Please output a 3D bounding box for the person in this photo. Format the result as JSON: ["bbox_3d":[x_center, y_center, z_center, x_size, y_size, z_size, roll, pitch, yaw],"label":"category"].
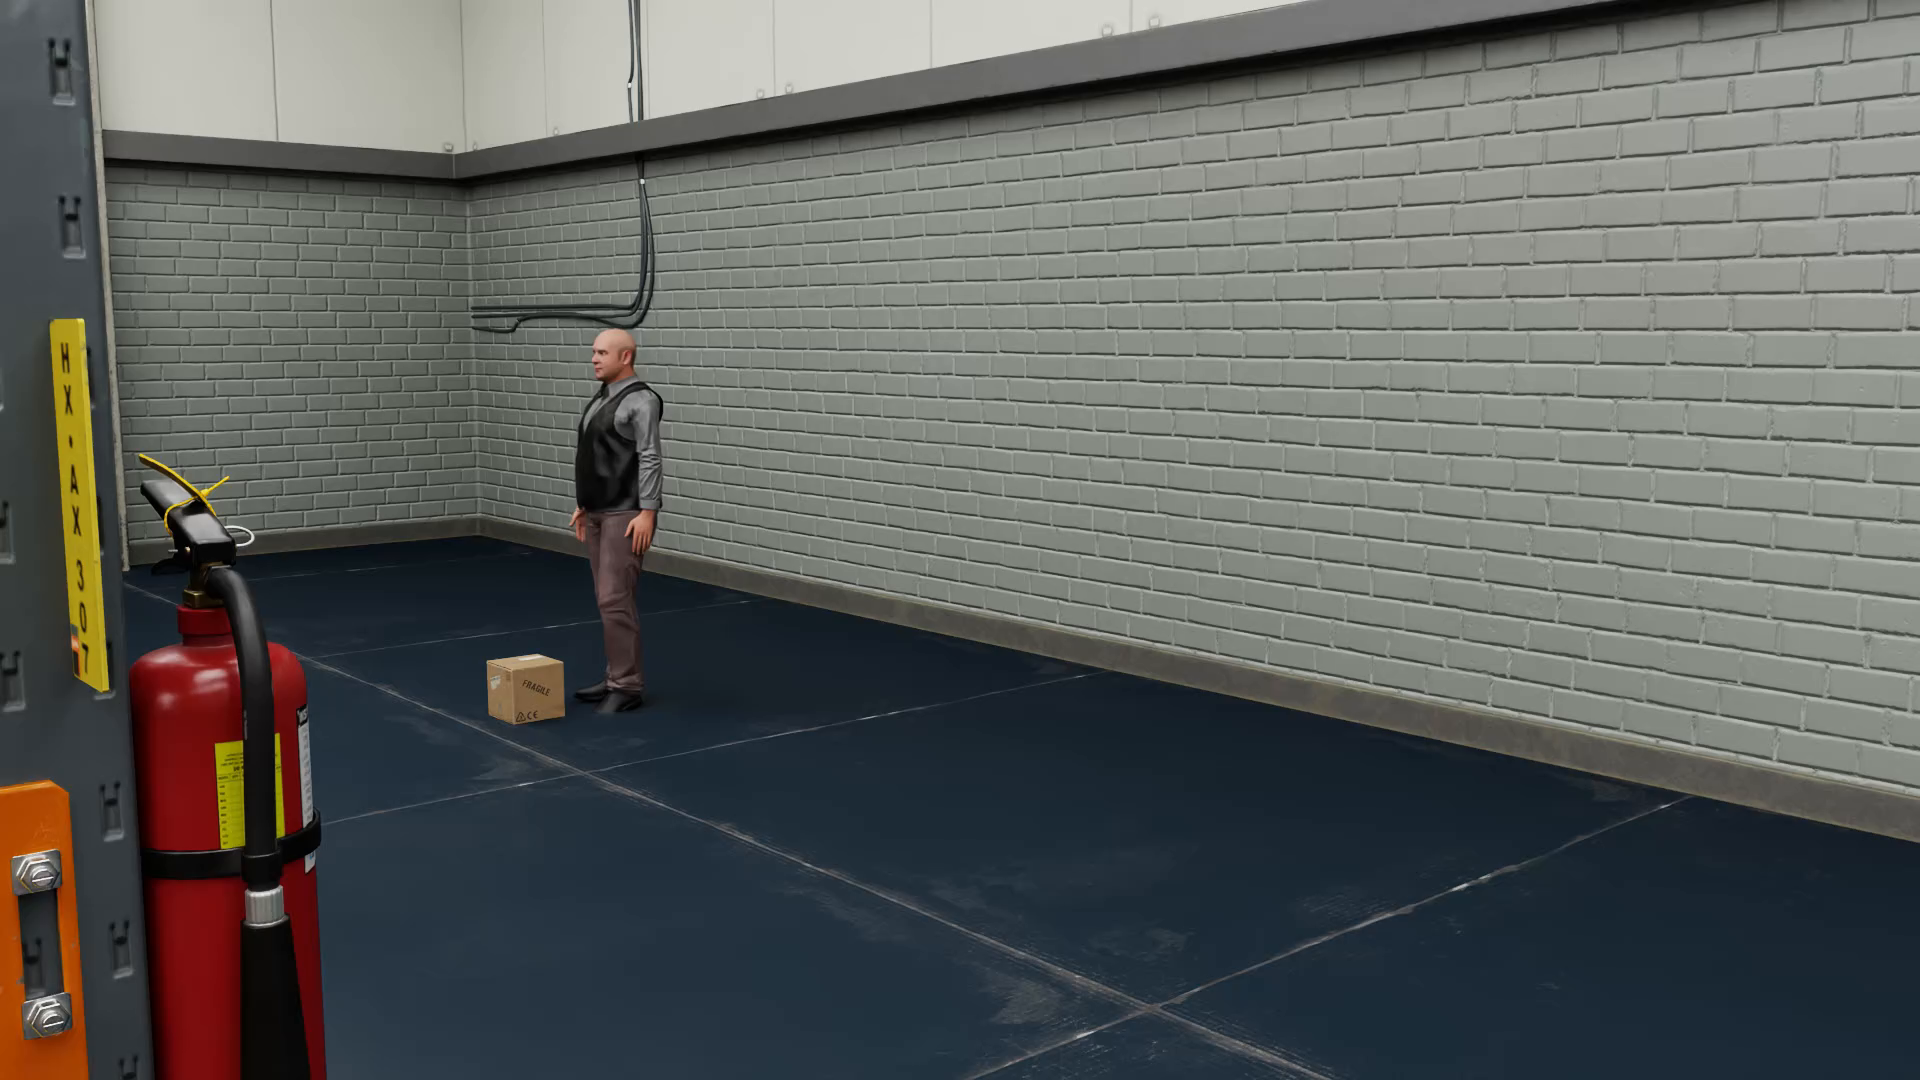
[{"bbox_3d":[-1.621,-0.078,7.662,0.440,1.780,0.589,-5,9,-34],"label":"person"}]
